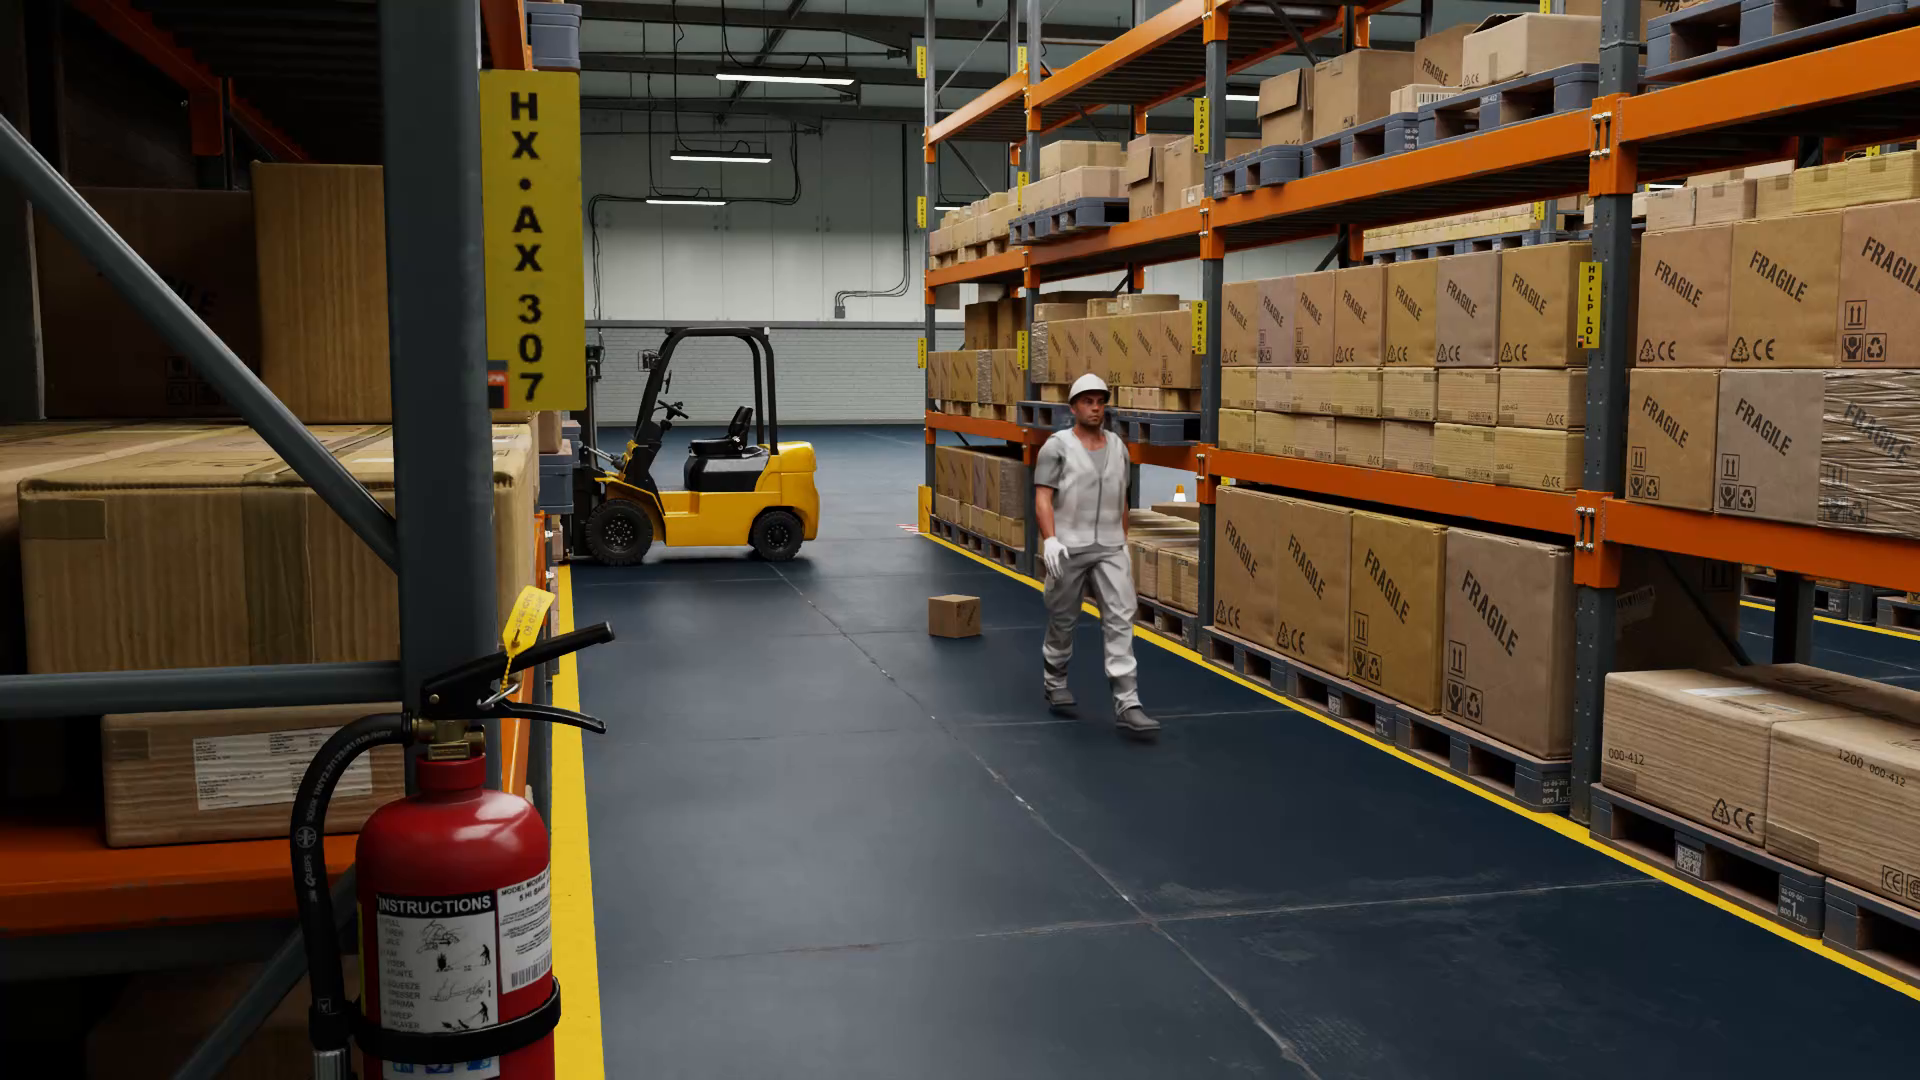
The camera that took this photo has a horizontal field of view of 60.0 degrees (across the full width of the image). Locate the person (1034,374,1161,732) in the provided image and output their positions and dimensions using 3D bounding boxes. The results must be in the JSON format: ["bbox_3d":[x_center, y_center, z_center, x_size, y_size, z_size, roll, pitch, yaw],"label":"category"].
[{"bbox_3d":[0.660,0.046,8.266,0.588,1.734,1.019,-2,6,-16],"label":"person"}]
